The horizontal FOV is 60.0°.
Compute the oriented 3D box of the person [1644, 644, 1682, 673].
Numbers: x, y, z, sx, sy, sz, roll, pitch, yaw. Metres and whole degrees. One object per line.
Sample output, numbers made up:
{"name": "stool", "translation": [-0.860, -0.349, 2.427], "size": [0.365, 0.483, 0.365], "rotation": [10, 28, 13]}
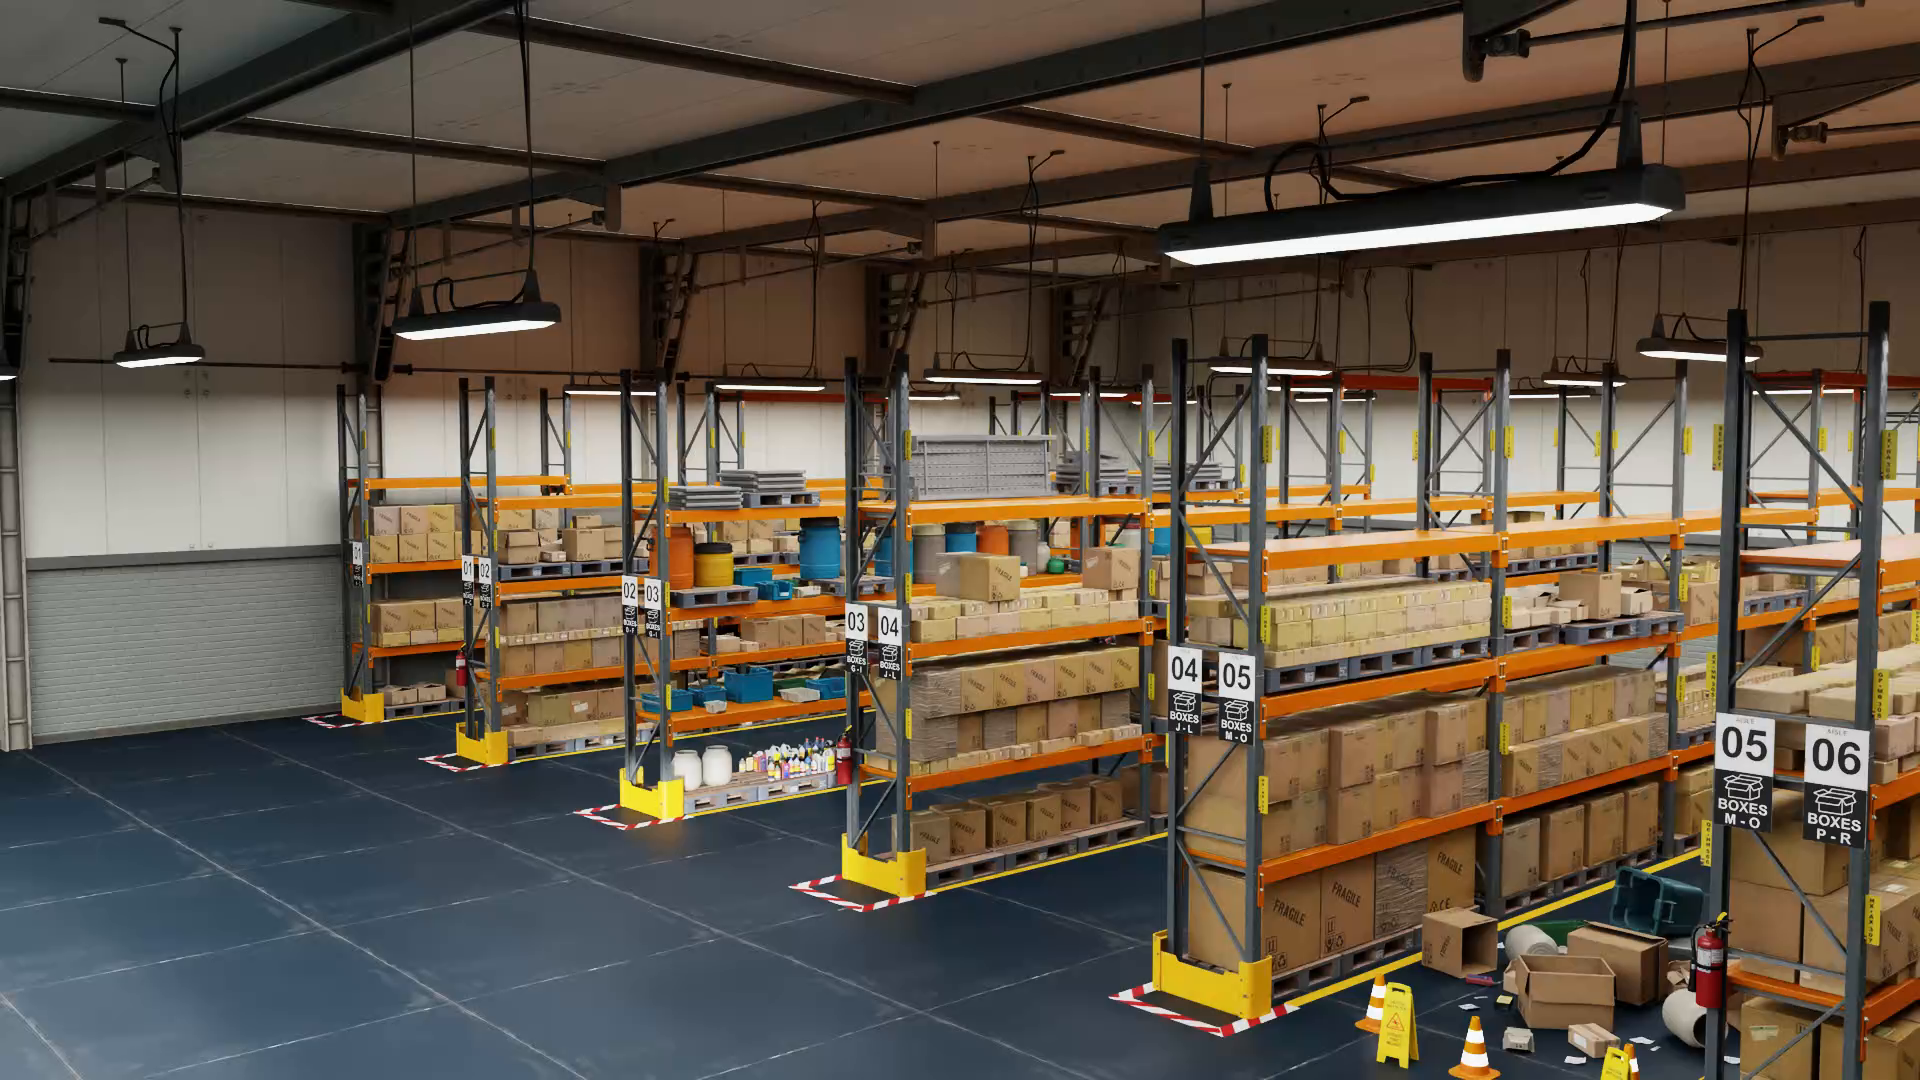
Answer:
{"name": "person", "translation": [11.773, 2.554, 27.856], "size": [0.662, 1.611, 0.619], "rotation": [2, 4, 28]}
